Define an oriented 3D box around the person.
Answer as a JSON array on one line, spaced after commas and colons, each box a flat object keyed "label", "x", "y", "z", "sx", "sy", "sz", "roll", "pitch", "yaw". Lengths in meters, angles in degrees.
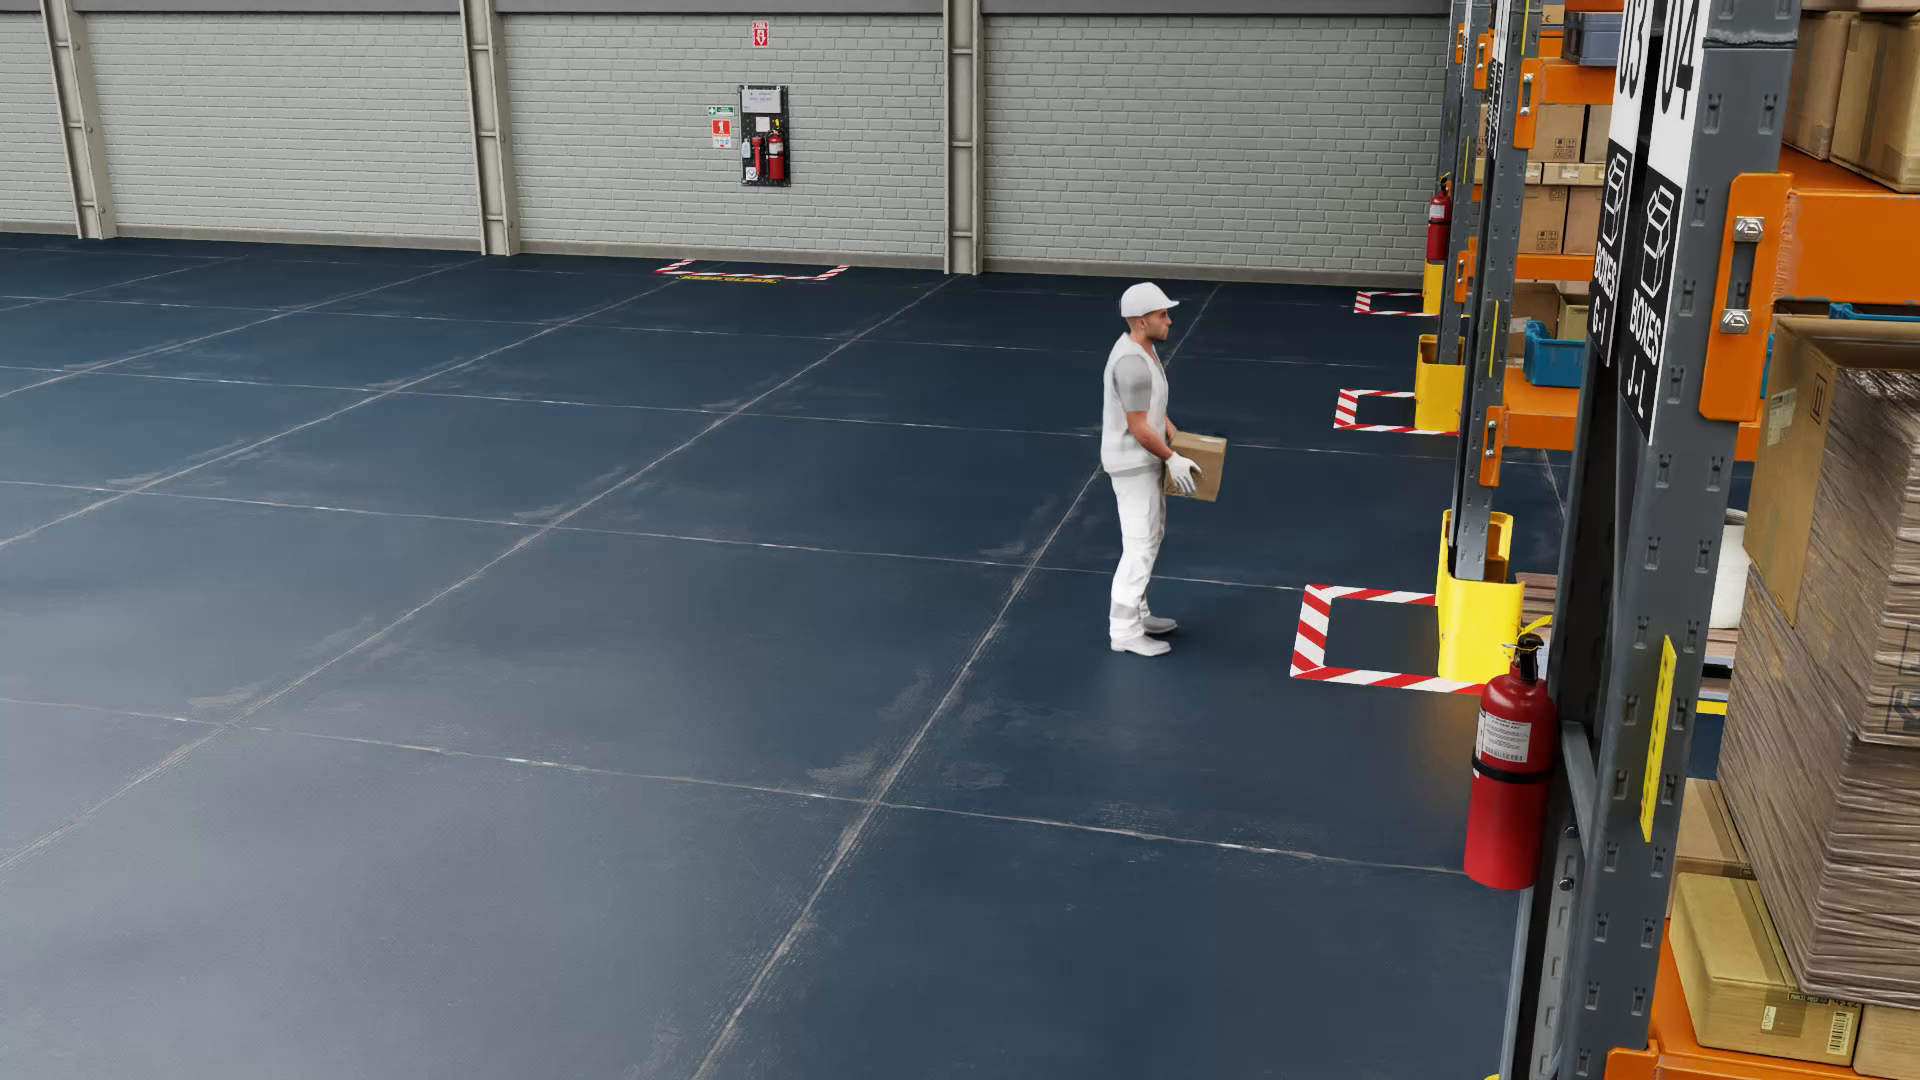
[{"label": "person", "x": 0.938, "y": -0.352, "z": 8.089, "sx": 0.498, "sy": 1.794, "sz": 0.529, "roll": 4, "pitch": 19, "yaw": 13}]
